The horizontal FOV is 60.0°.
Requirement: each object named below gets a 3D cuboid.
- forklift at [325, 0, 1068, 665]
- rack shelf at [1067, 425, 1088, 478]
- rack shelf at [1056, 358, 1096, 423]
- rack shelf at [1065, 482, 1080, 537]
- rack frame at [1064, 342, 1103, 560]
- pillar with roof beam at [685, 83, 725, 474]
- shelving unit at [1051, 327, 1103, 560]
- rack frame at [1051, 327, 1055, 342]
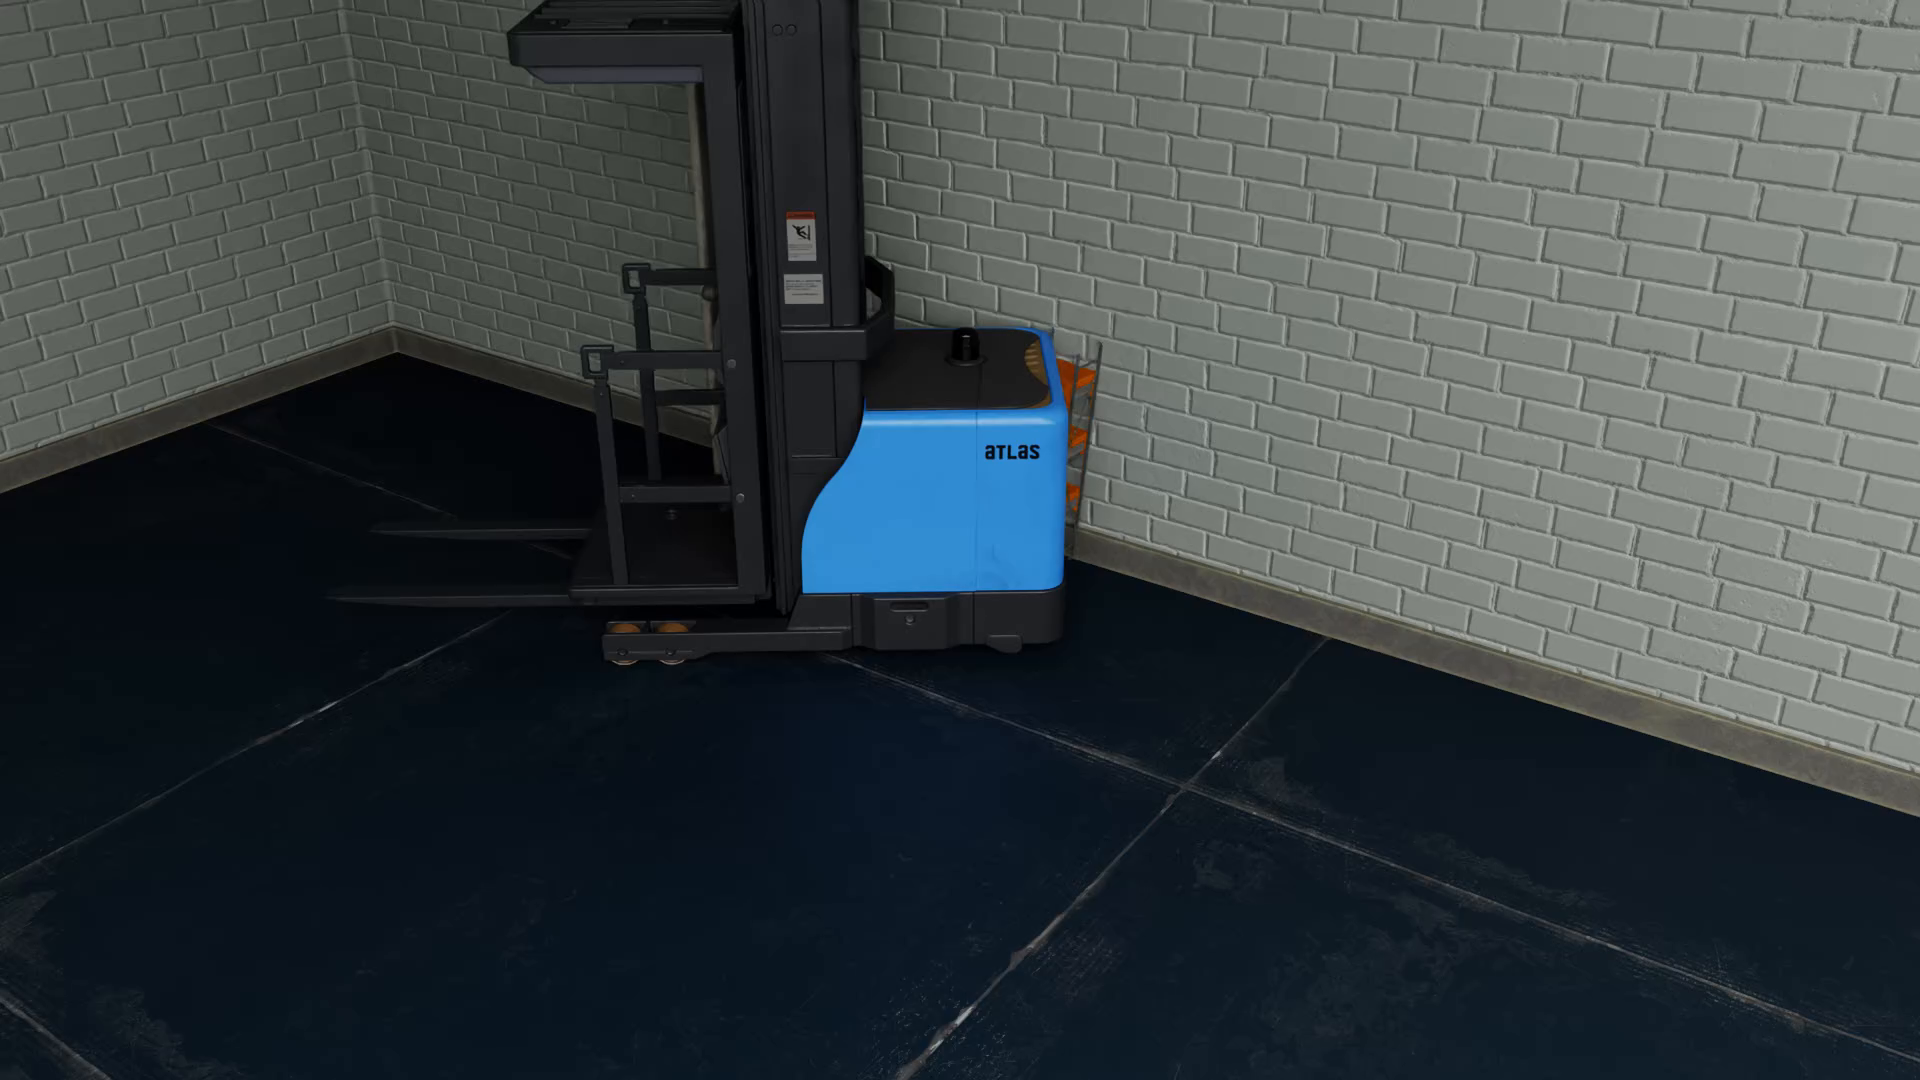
[{"bbox_3d":[-1.094,-1.042,6.566,3.031,2.935,1.130,-1,27,-1],"label":"forklift"},{"bbox_3d":[0.405,-0.382,7.321,0.240,0.259,0.215,23,33,29],"label":"rack shelf"},{"bbox_3d":[0.429,-0.630,7.185,0.240,0.259,0.215,23,33,29],"label":"rack shelf"},{"bbox_3d":[0.381,-0.139,7.455,0.240,0.259,0.215,23,33,29],"label":"rack shelf"},{"bbox_3d":[0.504,-0.349,7.257,0.008,1.050,0.200,23,33,29],"label":"rack frame"},{"bbox_3d":[-3.427,-2.721,3.175,0.400,9.000,9.100,17,32,30],"label":"pillar with roof beam"},{"bbox_3d":[0.405,-0.391,7.316,0.252,1.050,0.215,23,33,29],"label":"shelving unit"},{"bbox_3d":[0.307,-0.433,7.375,0.008,1.050,0.200,23,33,29],"label":"rack frame"}]
